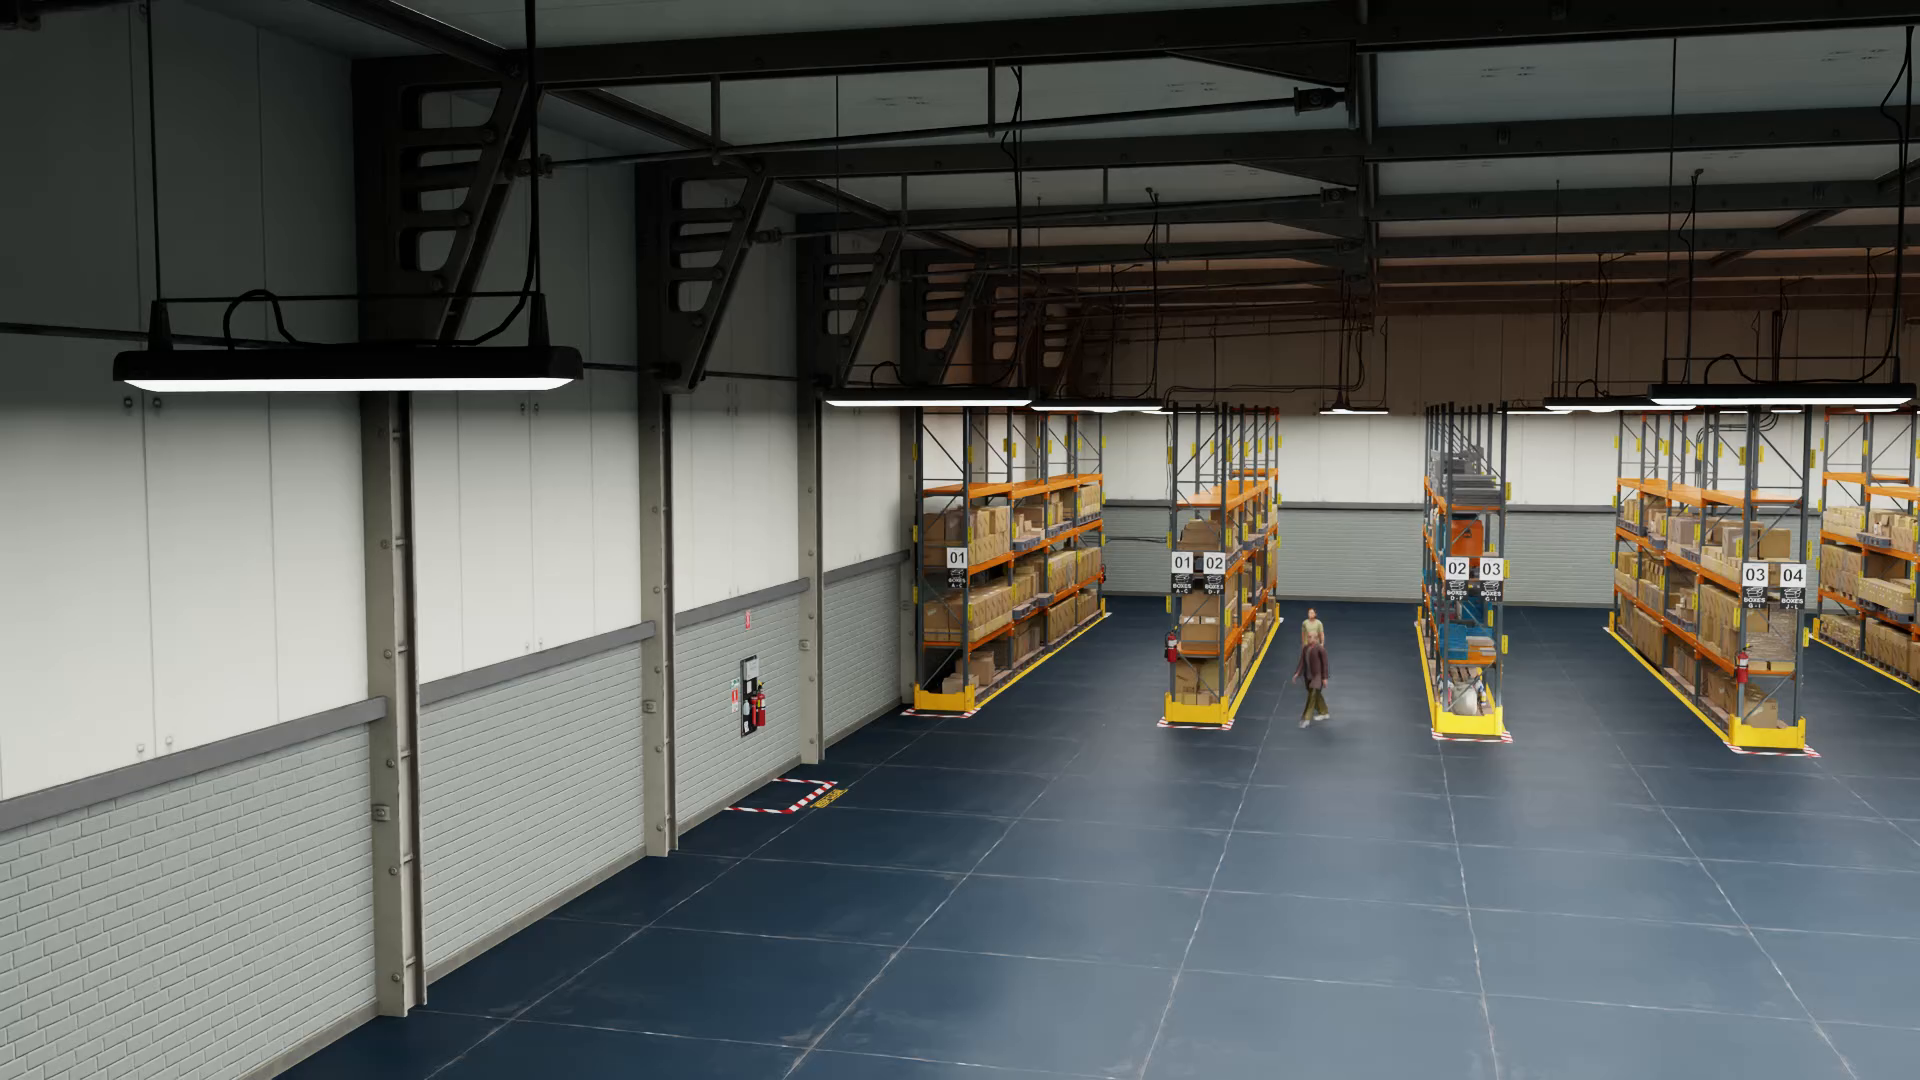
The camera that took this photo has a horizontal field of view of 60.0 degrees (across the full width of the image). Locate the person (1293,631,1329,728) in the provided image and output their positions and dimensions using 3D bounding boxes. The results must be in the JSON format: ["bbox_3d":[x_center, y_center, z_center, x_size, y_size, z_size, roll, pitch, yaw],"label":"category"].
[{"bbox_3d":[6.544,2.556,30.907,1.074,1.746,0.655,-3,5,-37],"label":"person"}]

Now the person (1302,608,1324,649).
[{"bbox_3d":[7.578,2.260,35.670,0.433,1.620,1.022,0,4,0],"label":"person"}]
